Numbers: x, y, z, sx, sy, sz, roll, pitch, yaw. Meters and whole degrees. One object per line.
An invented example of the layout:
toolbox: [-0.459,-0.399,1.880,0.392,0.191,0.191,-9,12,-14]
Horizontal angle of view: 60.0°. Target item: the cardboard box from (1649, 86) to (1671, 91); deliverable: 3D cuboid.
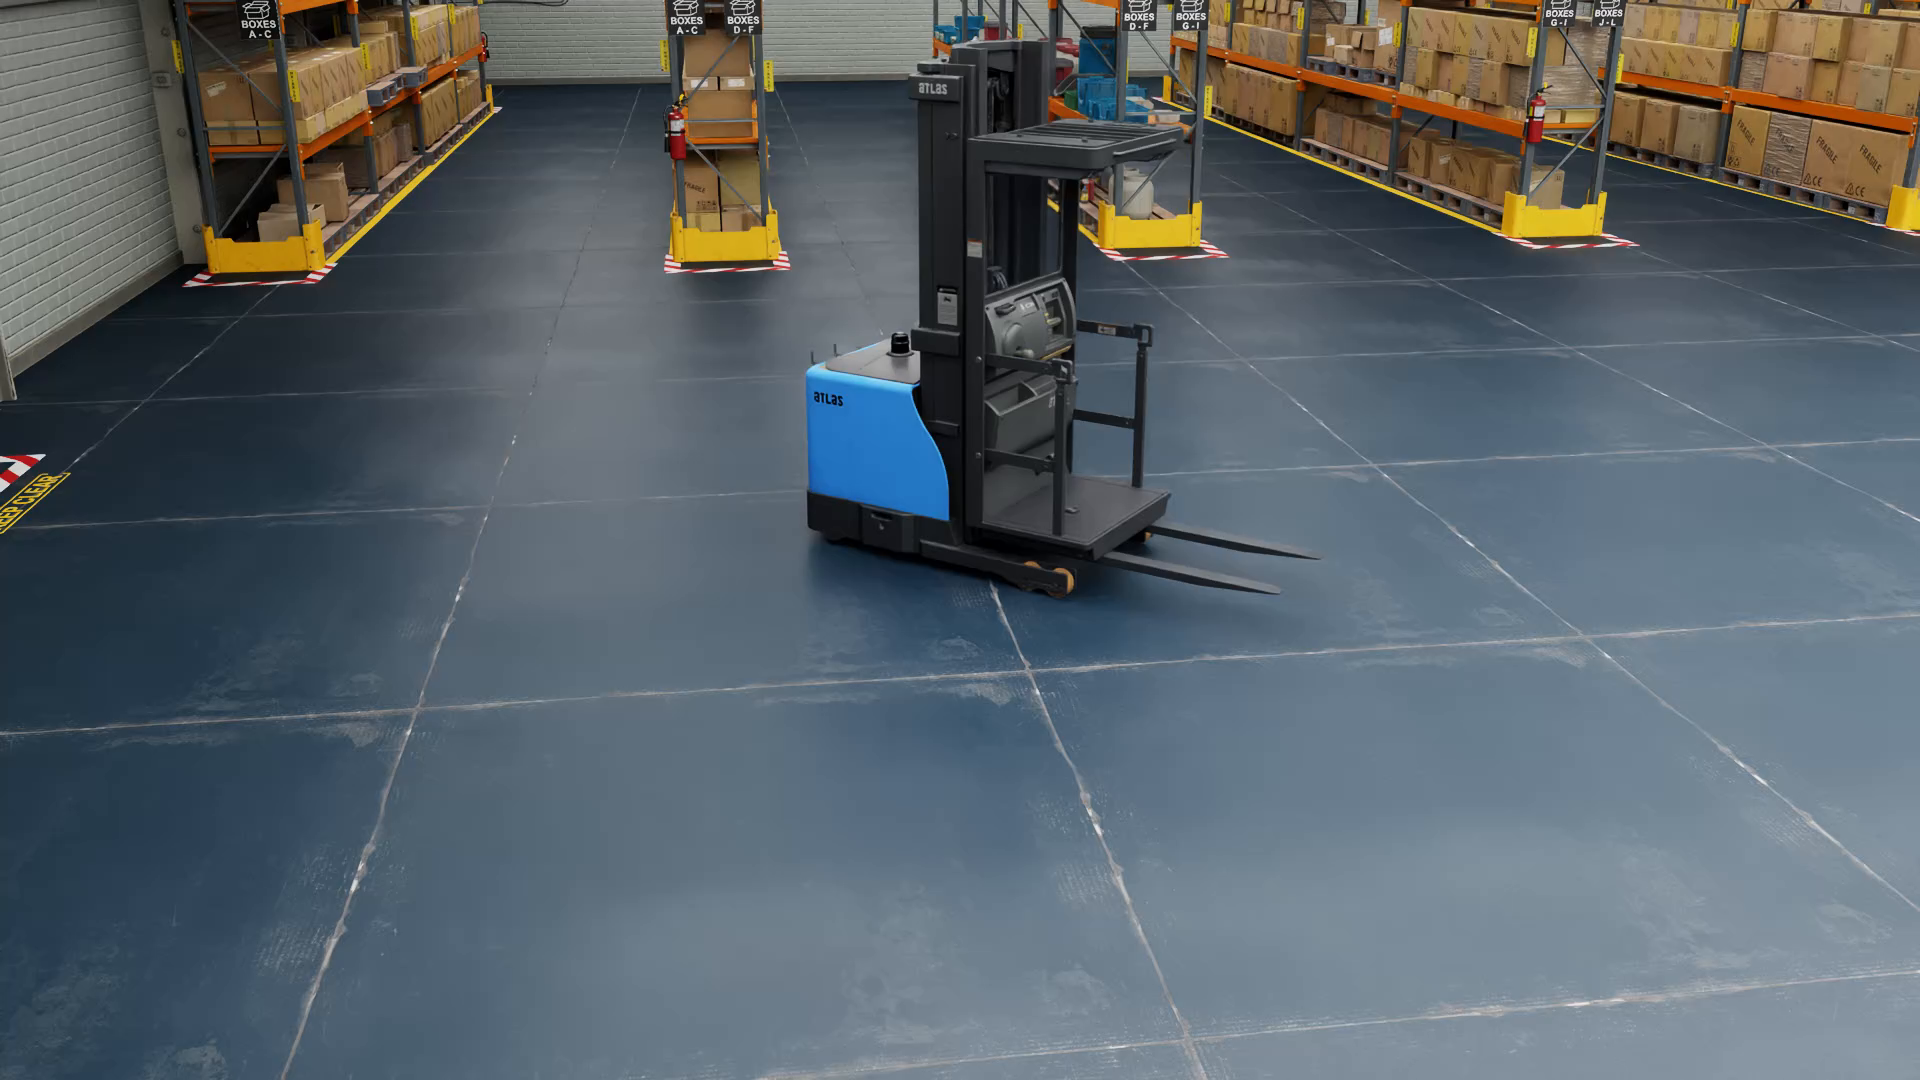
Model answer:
cardboard box: [15.003,-9.581,34.644,0.875,0.438,0.875,-2,21,-6]

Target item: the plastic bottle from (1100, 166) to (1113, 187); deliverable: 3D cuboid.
plastic bottle: [1.954,-4.860,22.204,0.152,0.276,0.135,-3,21,-8]

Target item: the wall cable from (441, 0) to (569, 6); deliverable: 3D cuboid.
wall cable: [-10.304,-13.208,37.155,3.097,2.526,0.112,-3,21,-8]

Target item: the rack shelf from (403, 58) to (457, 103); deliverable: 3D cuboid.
rack shelf: [-8.977,-7.461,26.934,1.077,0.370,4.000,-3,21,-8]

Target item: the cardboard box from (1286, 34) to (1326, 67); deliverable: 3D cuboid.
cardboard box: [5.699,-8.060,27.367,0.500,0.500,0.500,-2,21,-6]

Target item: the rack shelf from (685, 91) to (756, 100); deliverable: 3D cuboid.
rack shelf: [-3.499,-6.327,23.898,1.077,0.370,4.000,-3,21,-8]

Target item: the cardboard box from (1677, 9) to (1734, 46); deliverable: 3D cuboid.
cardboard box: [11.289,-7.725,25.041,0.700,0.500,0.500,-3,21,-7]

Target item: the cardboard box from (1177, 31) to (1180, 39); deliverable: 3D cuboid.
cardboard box: [4.625,-10.279,33.809,0.380,0.149,0.250,-3,21,-9]

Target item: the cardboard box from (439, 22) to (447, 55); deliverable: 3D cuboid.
cardboard box: [-8.866,-8.363,27.723,0.500,0.500,0.500,-3,21,-7]

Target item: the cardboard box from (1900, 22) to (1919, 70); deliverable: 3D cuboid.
cardboard box: [12.076,-6.007,20.255,0.875,0.550,0.550,-3,21,-8]

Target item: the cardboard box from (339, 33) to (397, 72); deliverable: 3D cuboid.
cardboard box: [-8.504,-7.004,23.911,0.700,0.500,0.500,-5,21,-13]

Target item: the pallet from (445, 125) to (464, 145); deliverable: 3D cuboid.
pallet: [-9.080,-6.921,28.445,1.003,0.211,1.213,-3,21,-8]

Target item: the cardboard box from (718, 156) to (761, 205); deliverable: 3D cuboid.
cardboard box: [-2.566,-4.217,19.477,0.500,0.500,0.500,-3,21,-8]

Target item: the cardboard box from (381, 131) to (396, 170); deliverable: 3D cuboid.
cardboard box: [-8.475,-5.539,23.704,0.700,0.500,0.500,-3,21,-8]

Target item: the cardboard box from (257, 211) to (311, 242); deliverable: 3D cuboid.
cardboard box: [-7.547,-3.526,18.585,0.500,0.311,0.500,-5,21,-14]

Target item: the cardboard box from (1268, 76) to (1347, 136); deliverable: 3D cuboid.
cardboard box: [5.937,-7.297,27.901,1.225,0.875,0.875,-4,21,-10]

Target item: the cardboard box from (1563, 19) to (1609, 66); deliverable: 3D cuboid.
cardboard box: [7.359,-5.944,19.847,0.500,0.500,0.500,-3,21,-8]

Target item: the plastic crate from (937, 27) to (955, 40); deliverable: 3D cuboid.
plastic crate: [-0.234,-9.995,32.843,0.416,0.233,0.300,-3,21,-8]

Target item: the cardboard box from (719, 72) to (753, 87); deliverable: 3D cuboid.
cardboard box: [-2.519,-5.176,18.717,0.380,0.149,0.250,-3,21,-9]

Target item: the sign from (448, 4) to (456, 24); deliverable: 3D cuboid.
sign: [-8.730,-9.027,28.556,0.100,0.325,0.005,-3,21,-8]

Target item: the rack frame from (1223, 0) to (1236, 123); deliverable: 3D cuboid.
rack frame: [5.439,-9.240,30.669,1.000,3.000,0.127,-3,21,-8]

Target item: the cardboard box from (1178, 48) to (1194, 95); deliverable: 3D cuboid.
cardboard box: [5.034,-9.609,34.092,0.875,0.875,0.875,-3,21,-8]

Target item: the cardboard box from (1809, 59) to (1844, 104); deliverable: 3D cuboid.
cardboard box: [11.819,-6.068,21.961,0.875,0.550,0.500,-3,21,-8]

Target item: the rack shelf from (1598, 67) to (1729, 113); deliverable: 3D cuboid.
rack shelf: [11.227,-7.041,25.809,1.077,0.370,4.000,-3,21,-8]

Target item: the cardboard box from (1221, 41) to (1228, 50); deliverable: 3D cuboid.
cardboard box: [5.071,-9.211,30.951,0.380,0.149,0.250,-3,21,-7]

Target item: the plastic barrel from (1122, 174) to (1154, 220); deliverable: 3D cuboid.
plastic barrel: [2.097,-4.091,19.837,0.421,0.512,0.421,0,20,0]

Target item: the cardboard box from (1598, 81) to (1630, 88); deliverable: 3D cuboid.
cardboard box: [11.079,-7.698,28.441,0.500,0.250,0.500,-4,21,-10]

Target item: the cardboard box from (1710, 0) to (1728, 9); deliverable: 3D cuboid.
cardboard box: [14.904,-10.405,32.215,0.500,0.500,0.500,-3,21,-8]

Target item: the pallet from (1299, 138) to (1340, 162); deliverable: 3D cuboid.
pallet: [6.127,-6.278,26.724,1.003,0.211,1.213,-3,21,-8]

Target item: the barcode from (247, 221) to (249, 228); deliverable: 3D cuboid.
barcode: [-7.945,-3.517,18.546,0.001,0.075,0.075,-3,21,-8]

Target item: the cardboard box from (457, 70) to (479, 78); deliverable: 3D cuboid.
cardboard box: [-9.444,-8.933,31.891,0.380,0.149,0.250,-3,21,-8]

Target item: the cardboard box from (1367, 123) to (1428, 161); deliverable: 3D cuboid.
cardboard box: [6.475,-5.885,24.630,0.700,0.500,0.500,-3,21,-8]

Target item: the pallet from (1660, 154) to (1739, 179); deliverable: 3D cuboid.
pallet: [11.329,-5.642,25.022,1.003,0.211,1.213,-3,21,-8]

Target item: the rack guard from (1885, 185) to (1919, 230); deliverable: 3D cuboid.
rack guard: [12.095,-4.121,20.536,1.175,0.500,0.348,-3,21,-8]

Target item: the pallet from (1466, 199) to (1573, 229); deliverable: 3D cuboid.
pallet: [7.076,-4.088,20.861,1.003,0.211,1.213,-3,21,-8]

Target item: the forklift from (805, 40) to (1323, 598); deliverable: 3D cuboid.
forklift: [0.584,-1.260,9.399,3.031,2.935,1.130,12,24,30]

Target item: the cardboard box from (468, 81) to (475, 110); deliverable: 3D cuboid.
cardboard box: [-9.497,-8.317,31.168,0.700,0.500,0.500,-4,21,-10]

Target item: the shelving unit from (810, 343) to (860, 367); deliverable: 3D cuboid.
shelving unit: [-0.775,-0.706,10.601,0.215,1.050,0.252,11,23,30]

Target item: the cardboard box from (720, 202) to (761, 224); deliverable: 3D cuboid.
cardboard box: [-2.567,-3.865,19.608,0.500,0.250,0.500,-3,21,-8]

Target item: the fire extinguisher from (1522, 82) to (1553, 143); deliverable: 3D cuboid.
fire extinguisher: [6.729,-4.986,19.390,0.296,0.674,0.183,-3,21,-8]

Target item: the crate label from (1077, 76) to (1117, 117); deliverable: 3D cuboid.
crate label: [1.735,-5.476,20.539,0.502,0.435,0.616,-3,21,-8]

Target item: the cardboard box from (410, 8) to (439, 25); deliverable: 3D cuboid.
cardboard box: [-8.808,-8.535,27.111,0.500,0.250,0.500,-3,21,-7]

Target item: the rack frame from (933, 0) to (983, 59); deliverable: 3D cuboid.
rack frame: [-0.039,-10.375,33.708,1.000,3.000,0.127,-3,21,-8]

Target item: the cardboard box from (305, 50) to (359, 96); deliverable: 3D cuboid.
cardboard box: [-7.661,-5.691,20.279,0.500,0.500,0.500,-3,21,-8]

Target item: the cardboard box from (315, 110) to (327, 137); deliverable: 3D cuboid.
cardboard box: [-7.381,-4.639,18.535,0.500,0.250,0.500,-4,21,-9]

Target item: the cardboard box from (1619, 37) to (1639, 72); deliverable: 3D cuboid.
cardboard box: [10.812,-7.772,26.596,0.500,0.500,0.500,-3,21,-8]

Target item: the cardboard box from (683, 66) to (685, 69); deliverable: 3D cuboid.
cardboard box: [-3.066,-5.509,19.608,0.380,0.149,0.250,-2,21,-6]

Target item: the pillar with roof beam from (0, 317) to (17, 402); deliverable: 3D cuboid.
pillar with roof beam: [-3.368,-5.485,12.040,9.100,9.000,0.400,-3,21,-8]

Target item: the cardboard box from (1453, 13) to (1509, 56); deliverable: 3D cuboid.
cardboard box: [6.634,-6.437,21.168,0.500,0.500,0.500,-3,21,-8]

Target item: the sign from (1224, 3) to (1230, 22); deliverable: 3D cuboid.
sign: [4.890,-9.654,30.427,0.100,0.325,0.005,-3,21,-8]

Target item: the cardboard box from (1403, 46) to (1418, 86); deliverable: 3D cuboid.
cardboard box: [6.596,-6.497,22.758,0.875,0.500,0.500,-3,21,-8]

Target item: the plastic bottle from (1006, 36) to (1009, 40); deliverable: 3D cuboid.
plastic bottle: [0.851,-8.658,29.181,0.144,0.351,0.185,-3,21,-8]

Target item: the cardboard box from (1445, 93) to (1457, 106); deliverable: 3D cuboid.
cardboard box: [6.555,-5.744,21.668,0.380,0.149,0.250,-3,21,-8]
